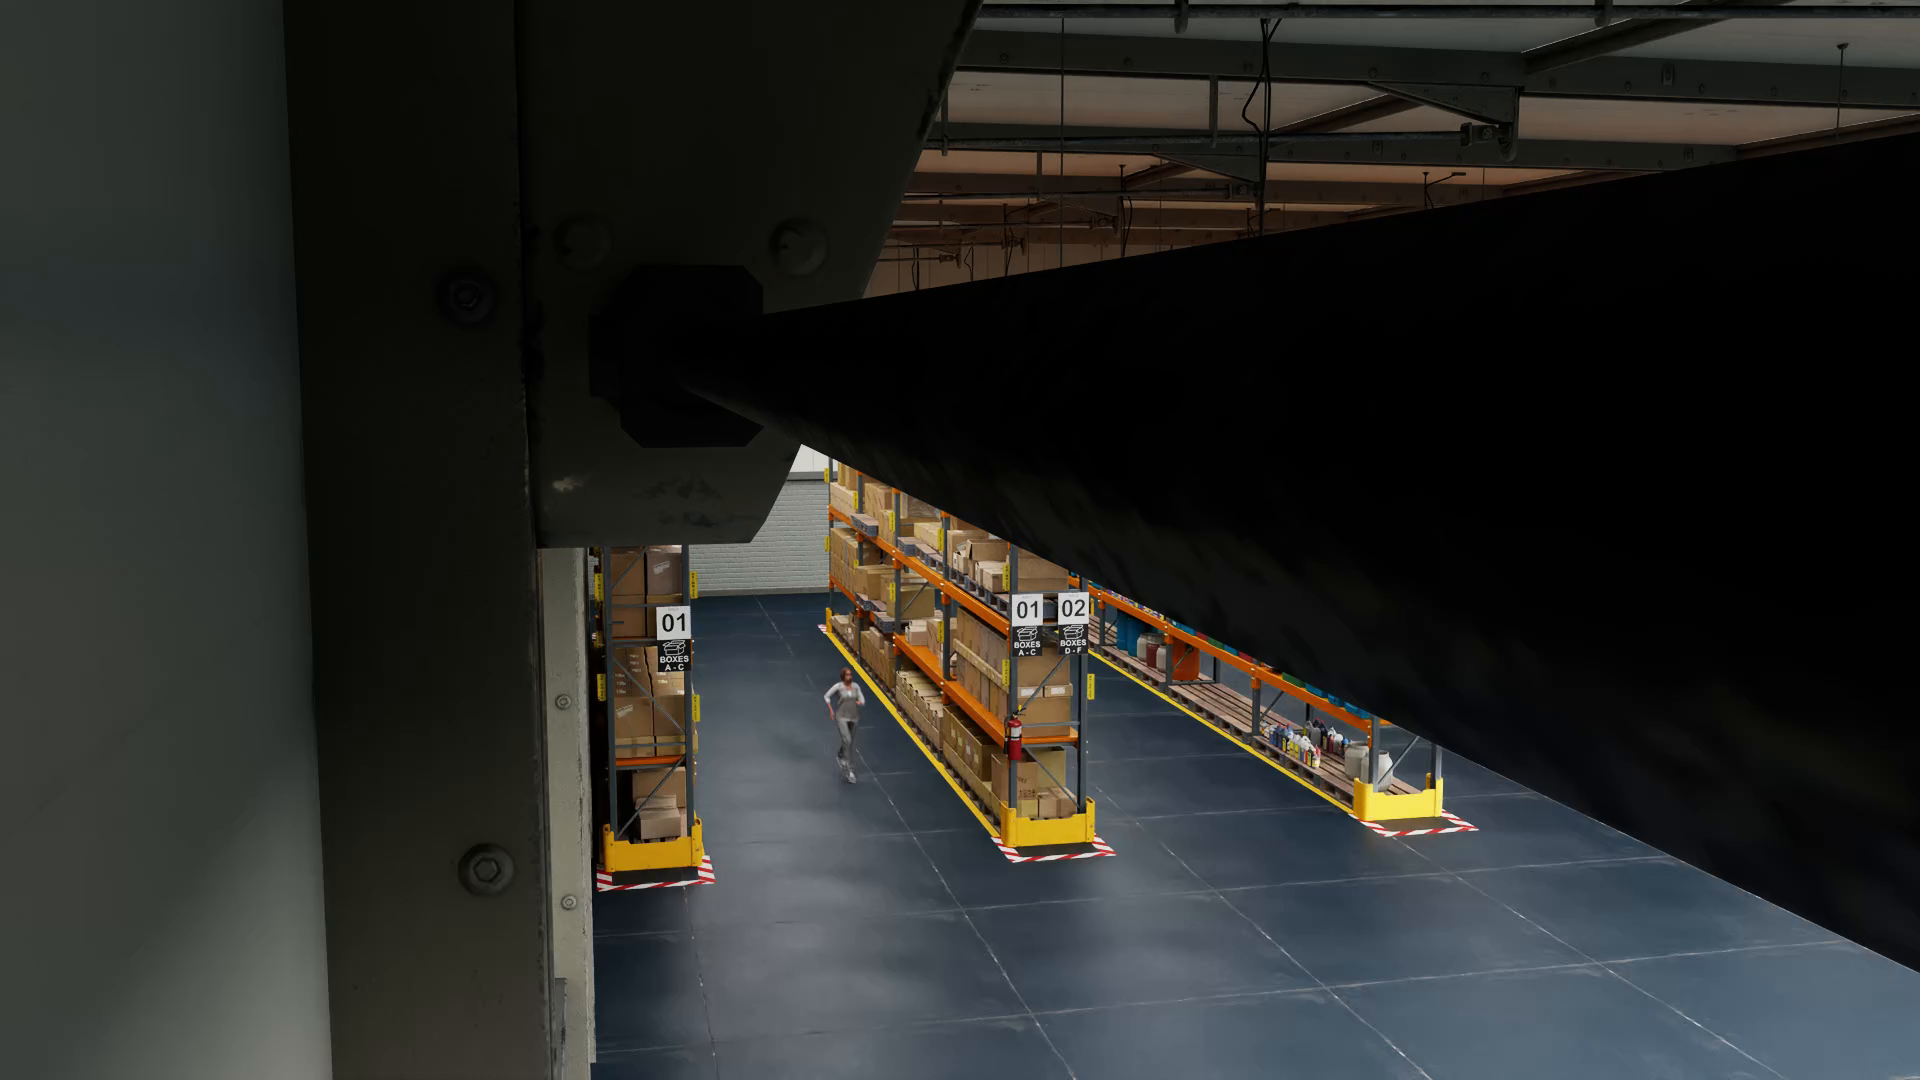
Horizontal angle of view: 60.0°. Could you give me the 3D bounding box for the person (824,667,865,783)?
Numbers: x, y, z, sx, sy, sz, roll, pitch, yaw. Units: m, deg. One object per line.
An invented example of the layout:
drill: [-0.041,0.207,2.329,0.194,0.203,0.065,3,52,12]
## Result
person: [-1.655,2.654,24.231,0.519,1.612,0.797,-4,8,-30]
